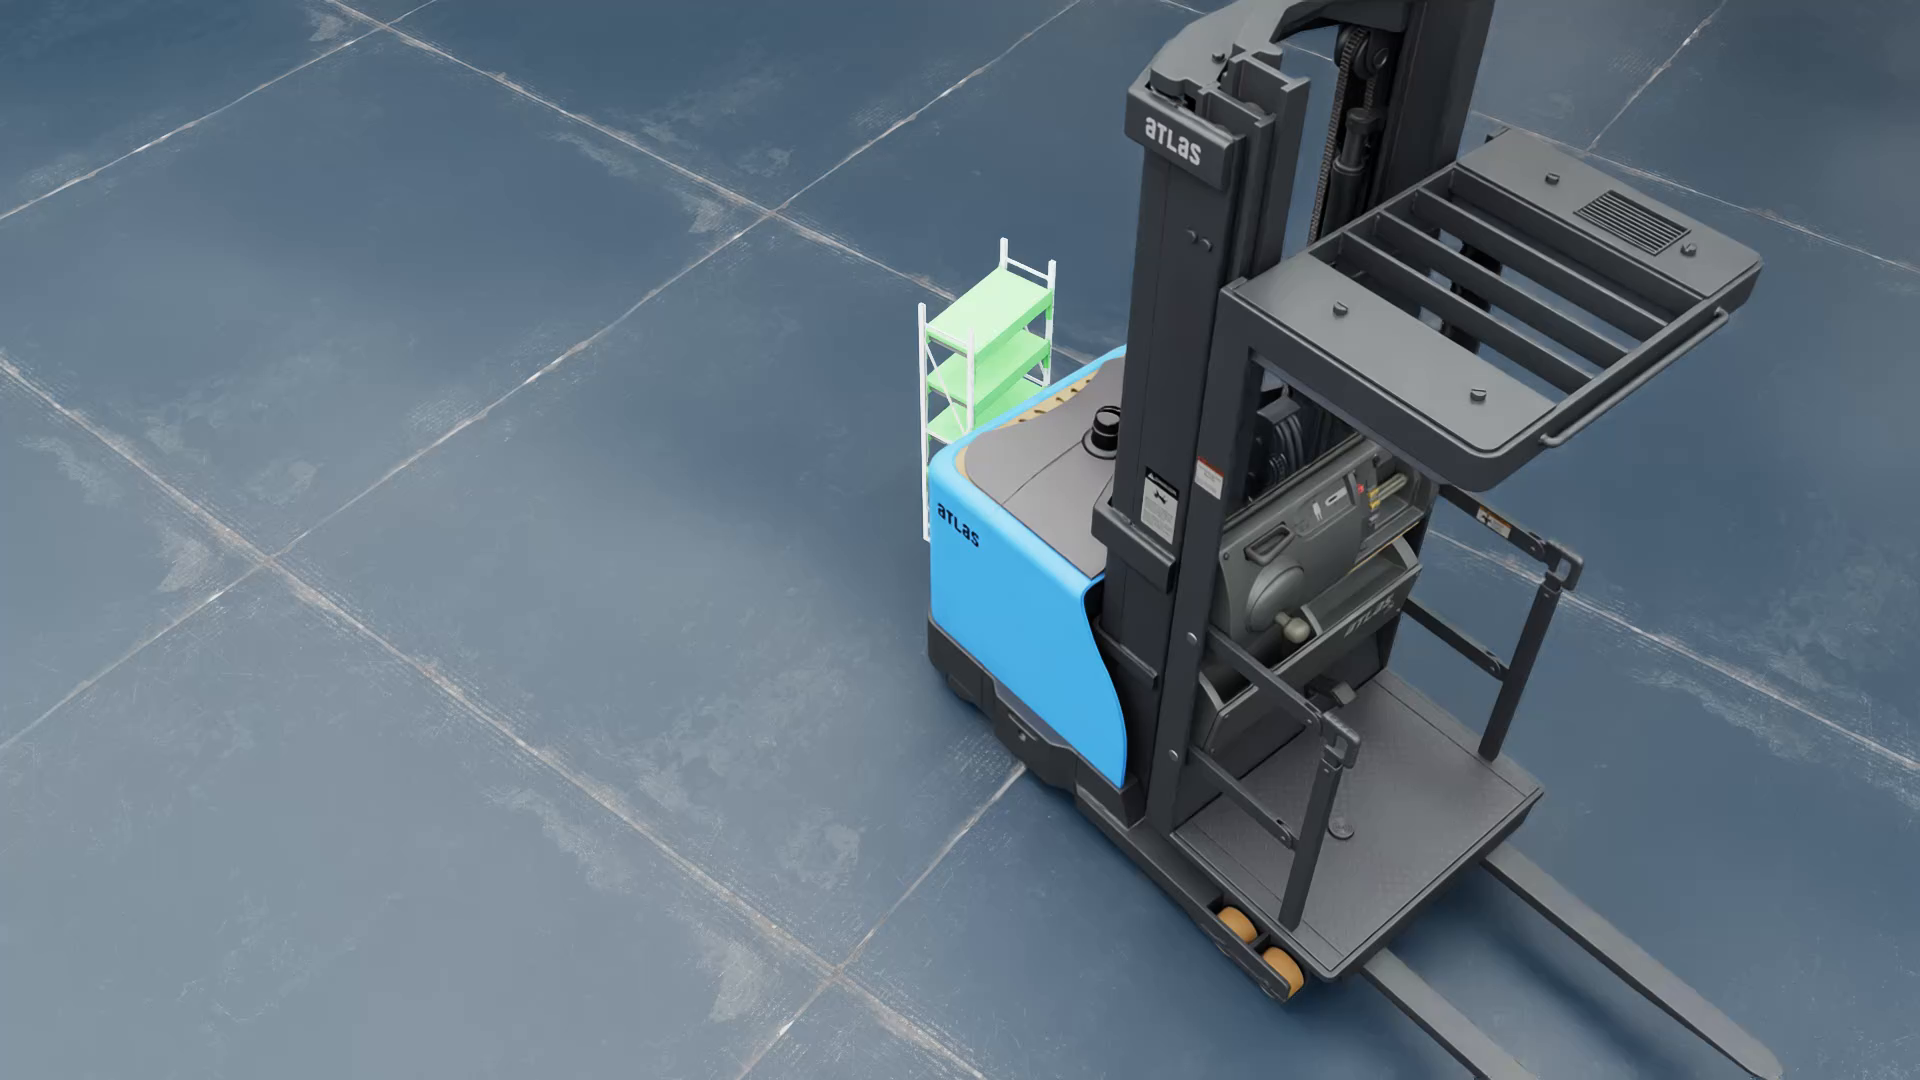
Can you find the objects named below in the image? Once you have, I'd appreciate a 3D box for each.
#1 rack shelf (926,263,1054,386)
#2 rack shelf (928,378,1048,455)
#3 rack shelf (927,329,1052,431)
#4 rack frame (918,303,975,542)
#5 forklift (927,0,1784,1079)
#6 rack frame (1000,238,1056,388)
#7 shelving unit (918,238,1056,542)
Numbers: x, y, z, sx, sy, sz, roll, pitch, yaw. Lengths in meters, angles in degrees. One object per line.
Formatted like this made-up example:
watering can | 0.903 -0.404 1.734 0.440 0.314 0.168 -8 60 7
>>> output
rack shelf | 0.101 -0.797 6.106 0.258 0.148 0.480 29 53 25
rack shelf | 0.101 -0.465 6.453 0.258 0.148 0.480 29 53 25
rack shelf | 0.101 -0.631 6.279 0.258 0.148 0.480 29 53 25
rack frame | -0.048 -0.370 6.273 0.240 1.200 0.015 29 53 25
forklift | 1.215 0.041 4.684 1.130 2.935 3.031 -32 54 -27
rack frame | 0.250 -0.649 6.540 0.240 1.200 0.015 29 53 25
shelving unit | 0.101 -0.509 6.407 0.258 1.200 0.503 29 53 25
